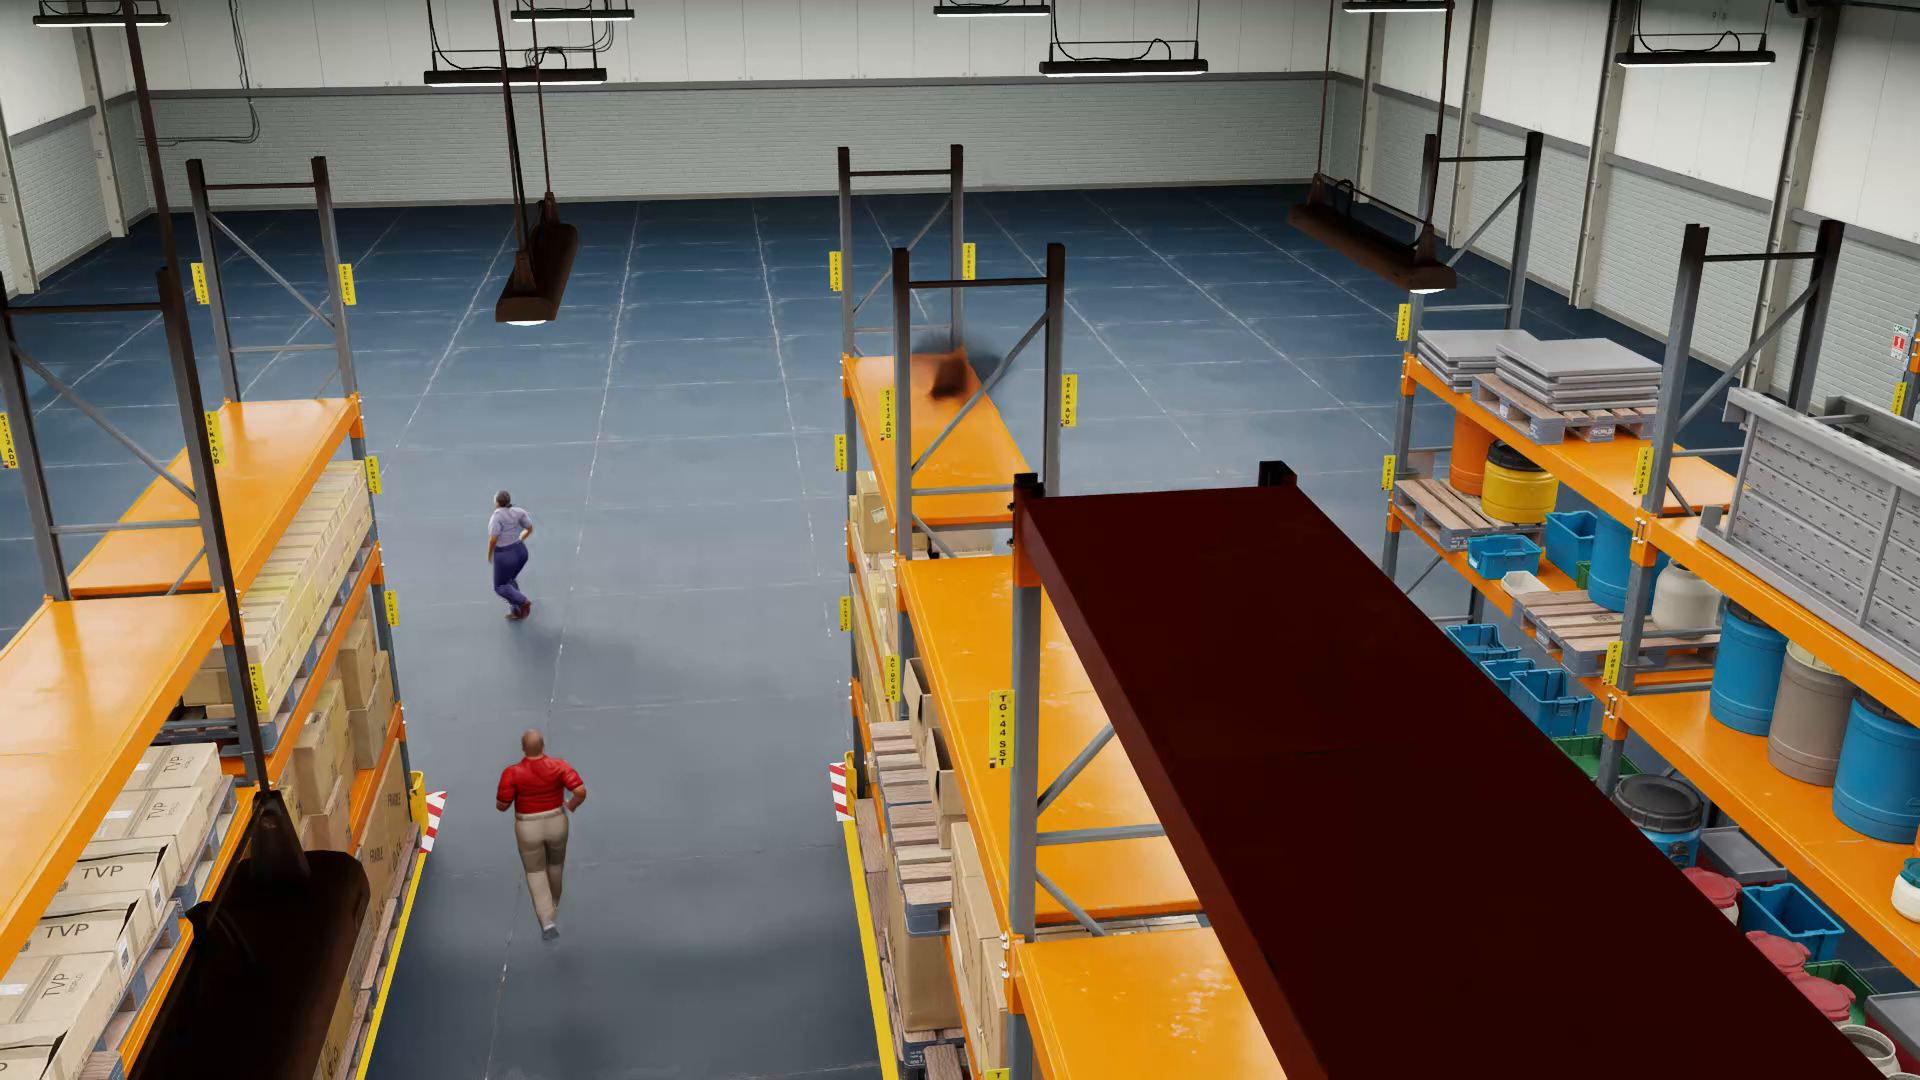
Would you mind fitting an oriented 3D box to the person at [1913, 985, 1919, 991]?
[{"bbox_3d":[7.126,3.008,11.720,0.712,1.739,0.652,-6,22,-15],"label":"person"}]

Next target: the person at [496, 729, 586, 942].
[{"bbox_3d":[-3.238,2.240,12.895,0.663,1.744,0.821,-9,23,-21],"label":"person"}]

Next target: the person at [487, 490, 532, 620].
[{"bbox_3d":[-5.115,0.201,18.988,0.579,1.610,0.633,13,25,30],"label":"person"}]

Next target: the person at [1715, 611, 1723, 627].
[{"bbox_3d":[8.171,0.432,18.135,0.833,1.828,0.674,11,24,25],"label":"person"}]
